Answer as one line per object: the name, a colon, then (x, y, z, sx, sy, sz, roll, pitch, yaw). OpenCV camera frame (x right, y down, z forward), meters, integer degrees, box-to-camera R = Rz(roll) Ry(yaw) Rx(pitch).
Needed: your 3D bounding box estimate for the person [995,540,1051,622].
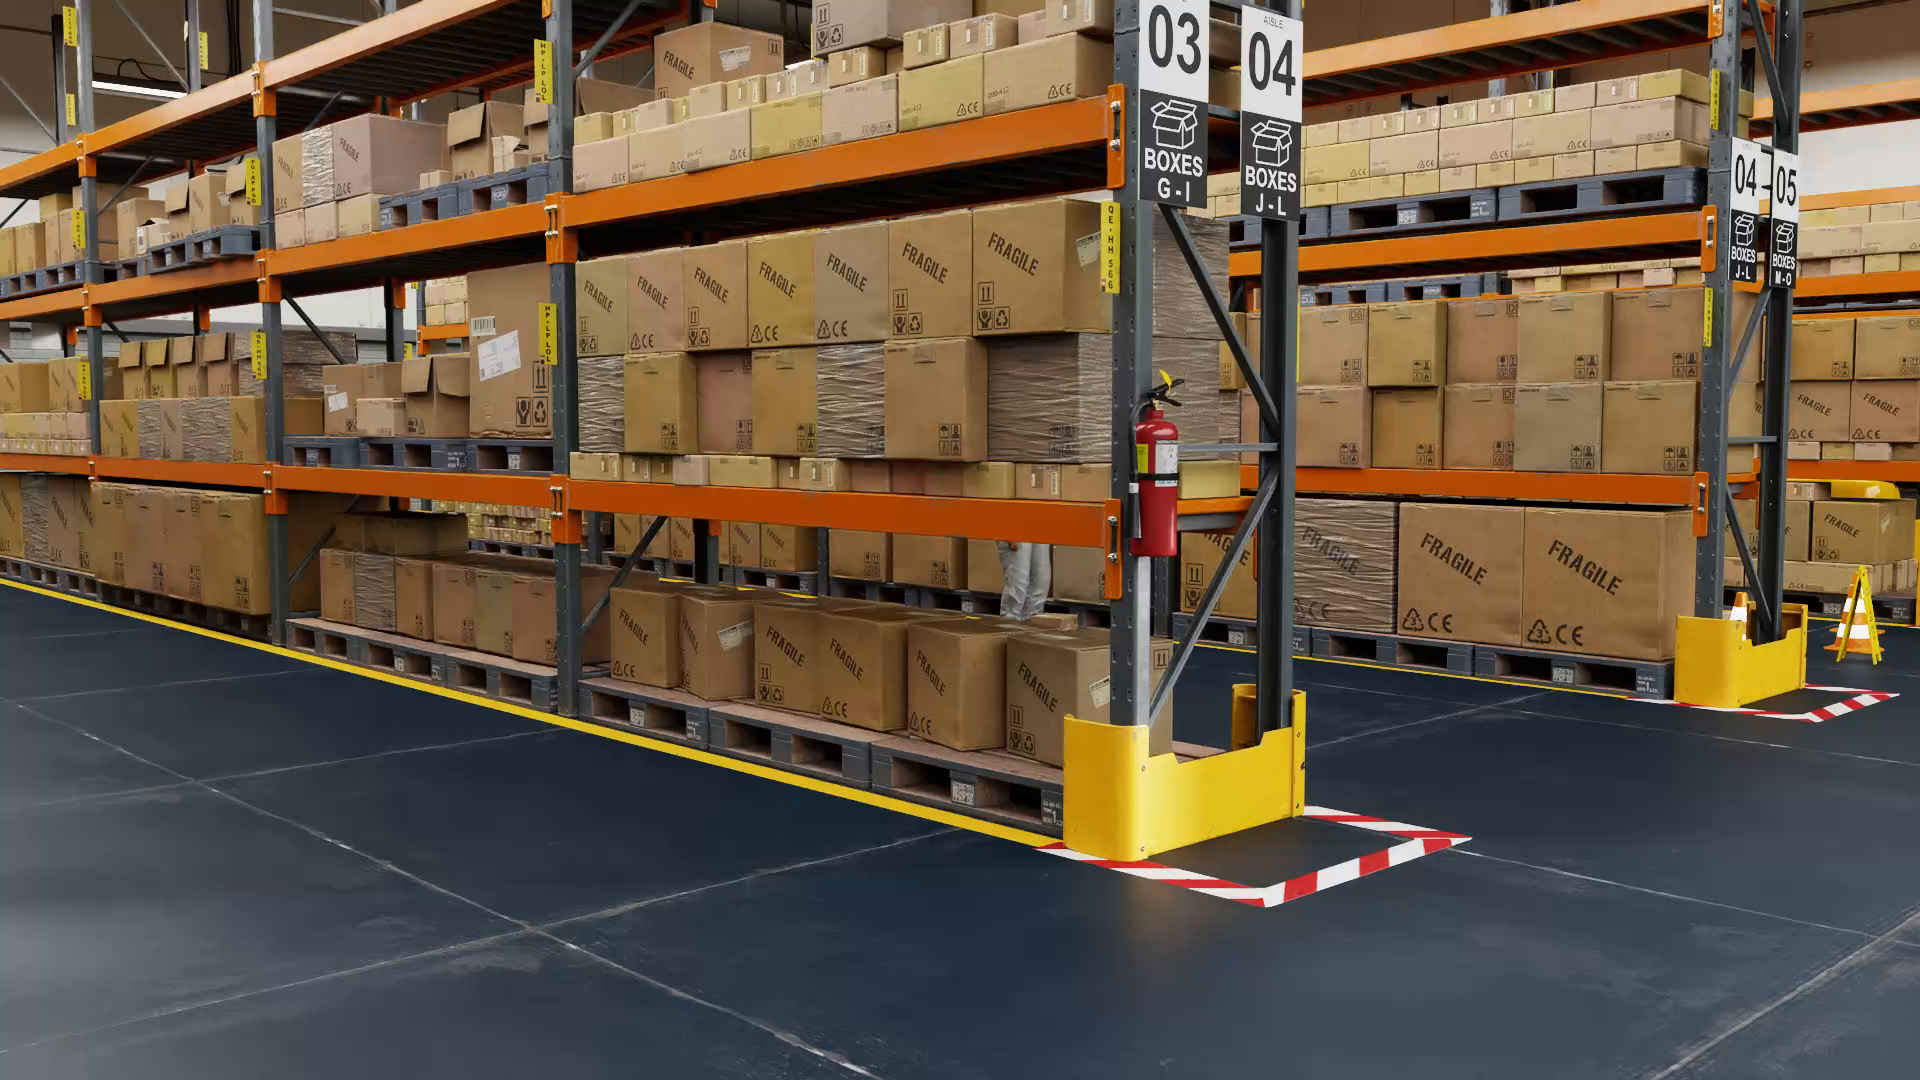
person: (0.475, -0.056, 11.809, 0.471, 1.664, 0.547, 3, 5, 32)
